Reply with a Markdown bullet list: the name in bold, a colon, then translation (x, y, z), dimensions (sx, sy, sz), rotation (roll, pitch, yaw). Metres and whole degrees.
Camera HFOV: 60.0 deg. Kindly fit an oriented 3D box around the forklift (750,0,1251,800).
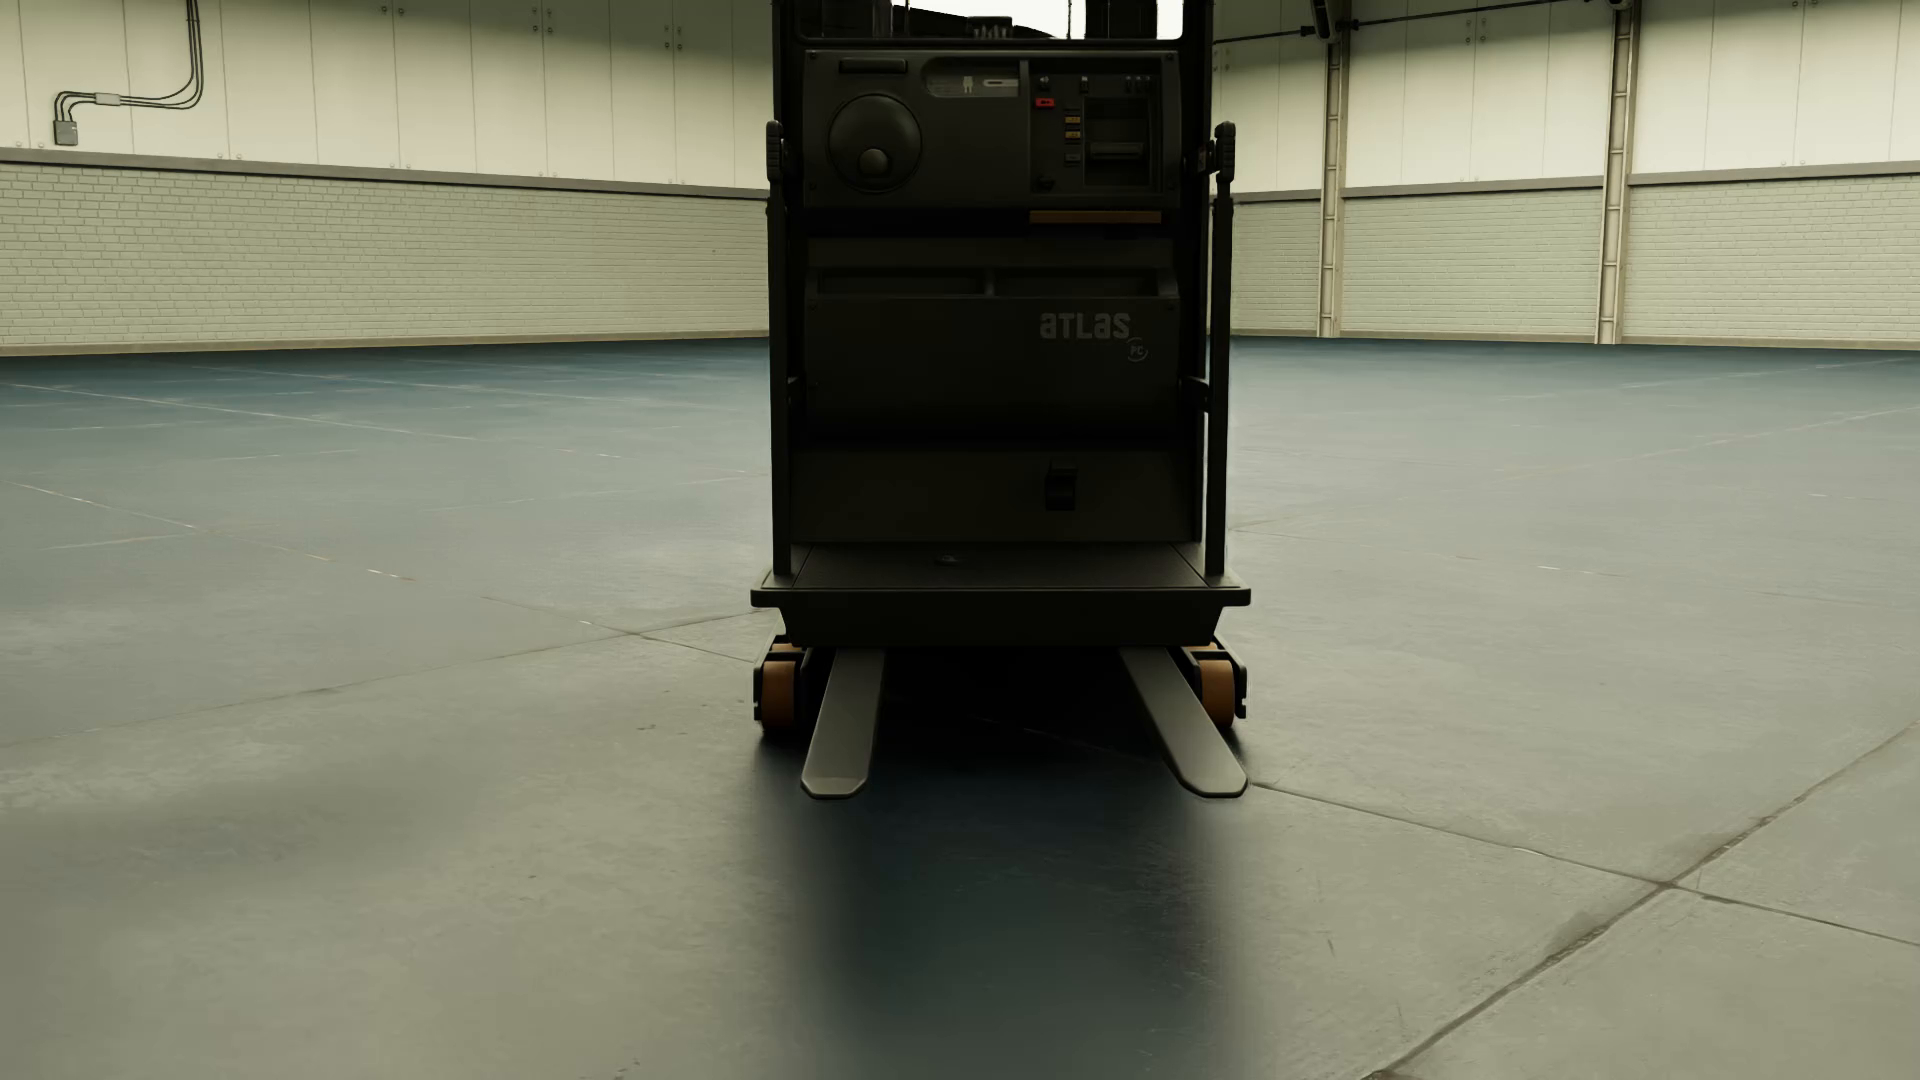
- **forklift**: translation (0.084, -1.058, 3.898), dimensions (1.130, 2.935, 3.031), rotation (0, 9, -1)
